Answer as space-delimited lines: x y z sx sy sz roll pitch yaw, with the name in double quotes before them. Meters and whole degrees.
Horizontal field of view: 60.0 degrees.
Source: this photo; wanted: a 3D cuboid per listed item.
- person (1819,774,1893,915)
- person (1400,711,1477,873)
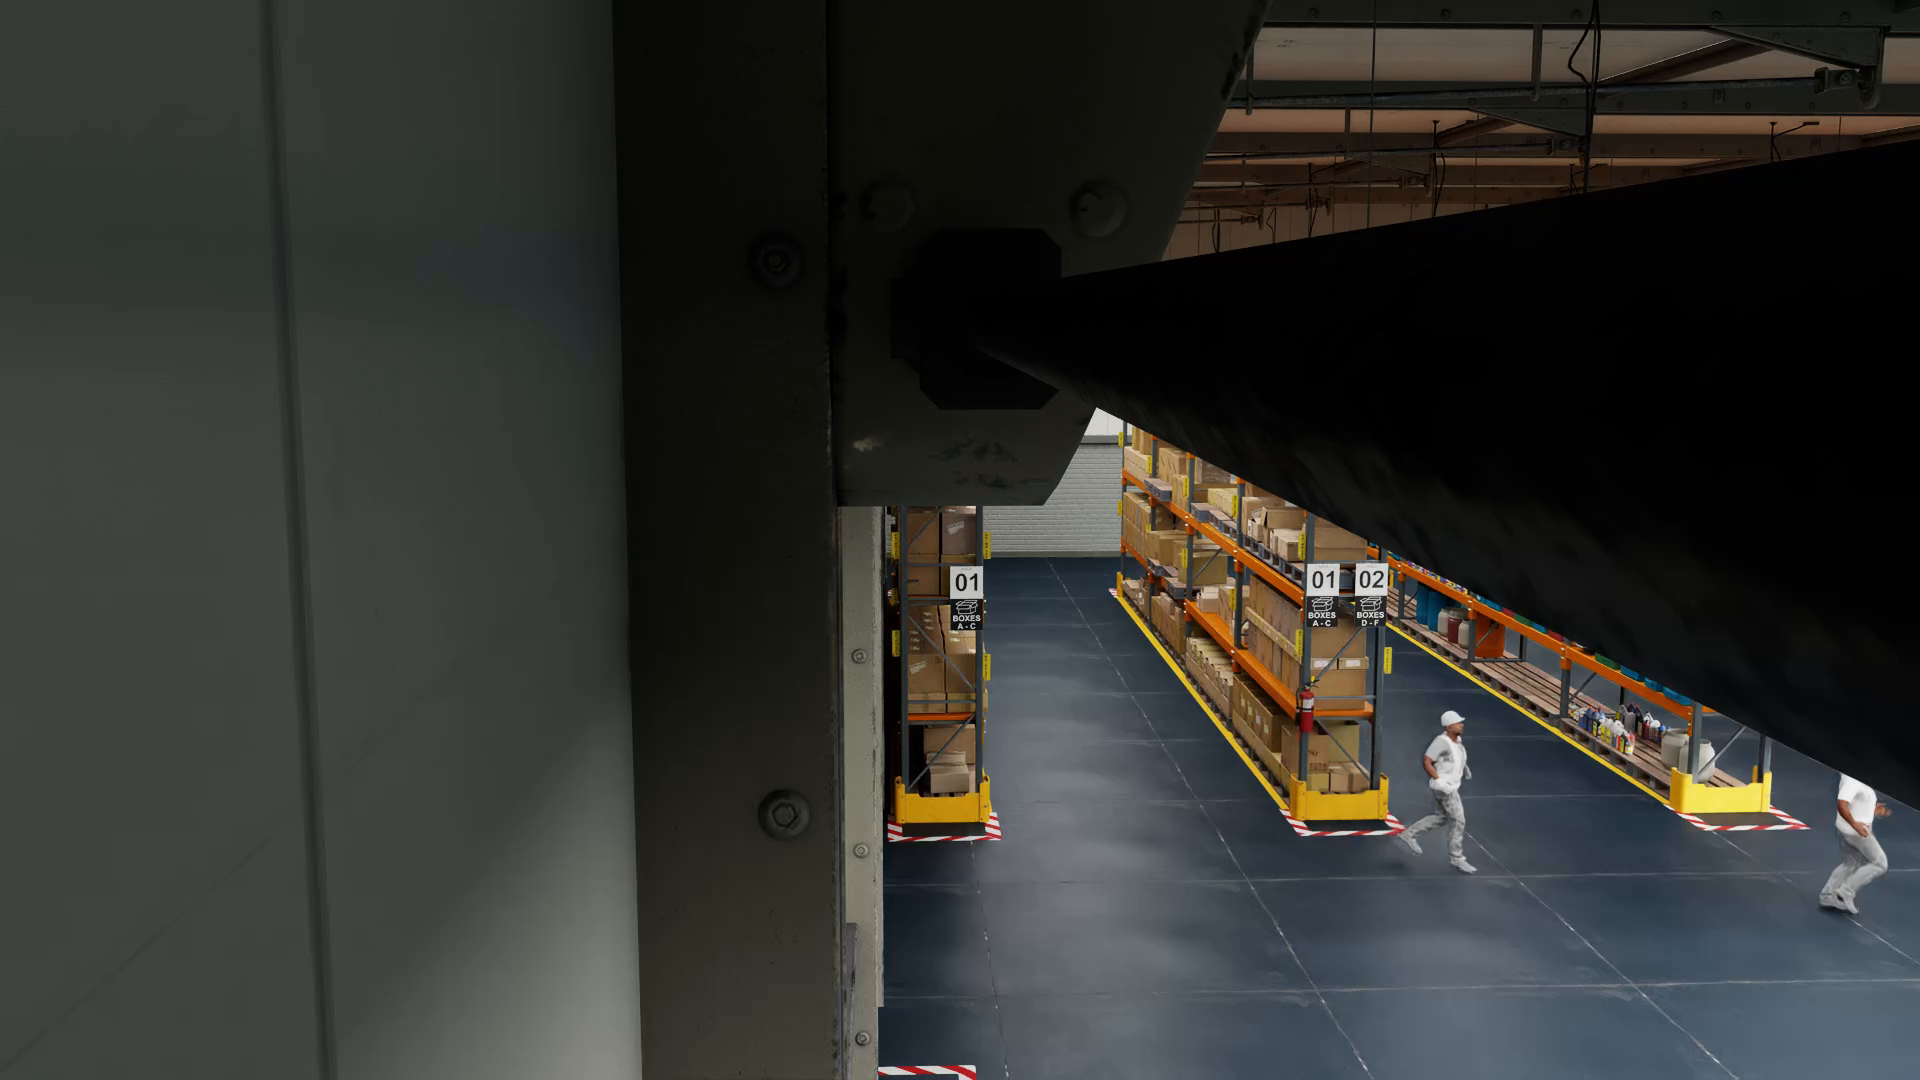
"person" 9.396 3.037 17.373 0.660 1.746 0.675 2 8 17
"person" 5.468 2.807 18.880 0.884 1.799 0.696 4 9 25
